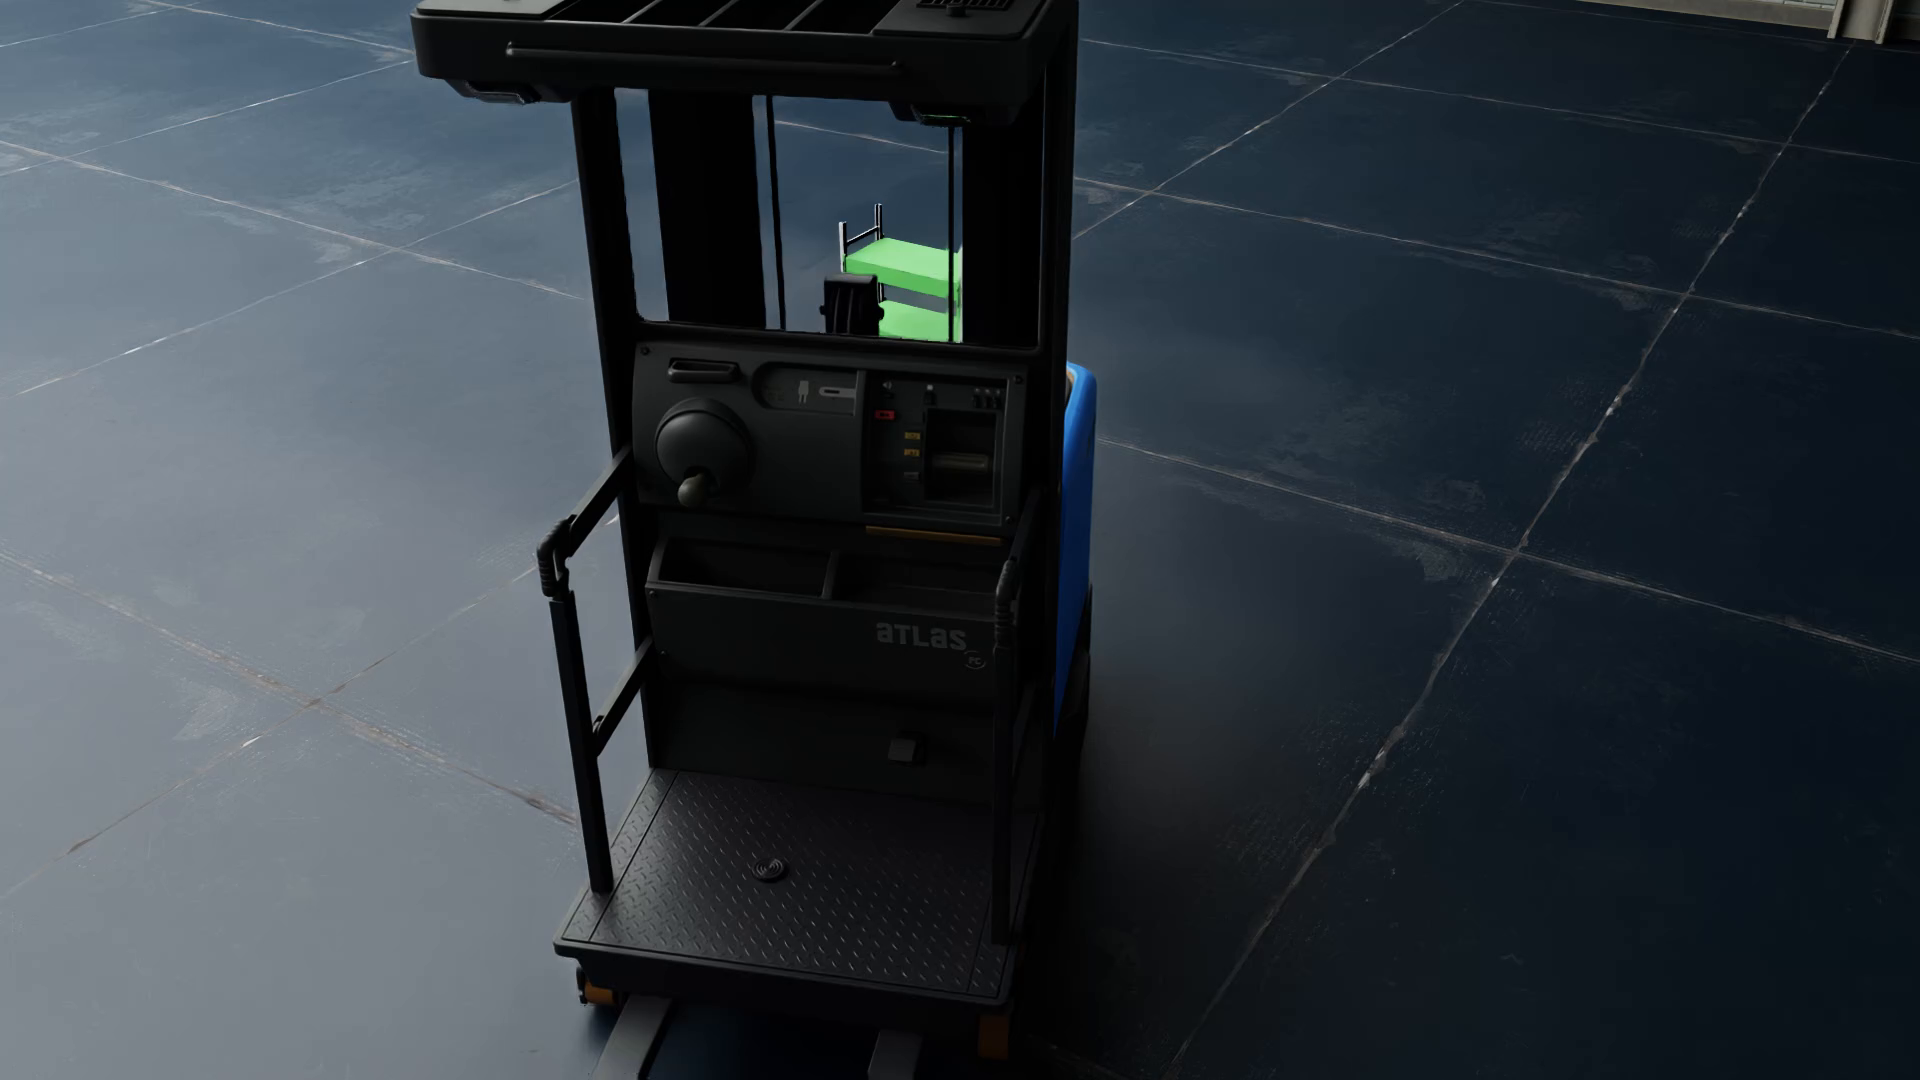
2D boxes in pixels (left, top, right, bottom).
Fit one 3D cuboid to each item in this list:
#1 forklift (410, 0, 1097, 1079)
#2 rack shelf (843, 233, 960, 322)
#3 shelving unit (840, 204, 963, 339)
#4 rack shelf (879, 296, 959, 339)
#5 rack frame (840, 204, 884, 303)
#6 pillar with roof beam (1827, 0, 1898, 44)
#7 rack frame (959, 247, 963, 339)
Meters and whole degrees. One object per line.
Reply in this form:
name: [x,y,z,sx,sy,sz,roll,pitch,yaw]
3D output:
forklift: [-0.345,-0.194,3.673,1.130,2.935,3.031,5,31,9]
rack shelf: [-0.140,-0.922,5.814,0.480,0.148,0.258,18,35,27]
shelving unit: [-0.140,-0.563,6.024,0.503,1.200,0.258,18,35,27]
rack shelf: [-0.140,-0.715,5.935,0.480,0.148,0.258,18,35,27]
rack frame: [-0.347,-0.628,6.136,0.015,1.200,0.240,18,35,27]
pillar with roof beam: [4.723,-5.981,7.572,0.400,9.000,9.100,18,35,27]
rack frame: [0.066,-0.497,5.912,0.015,1.200,0.240,18,35,27]
